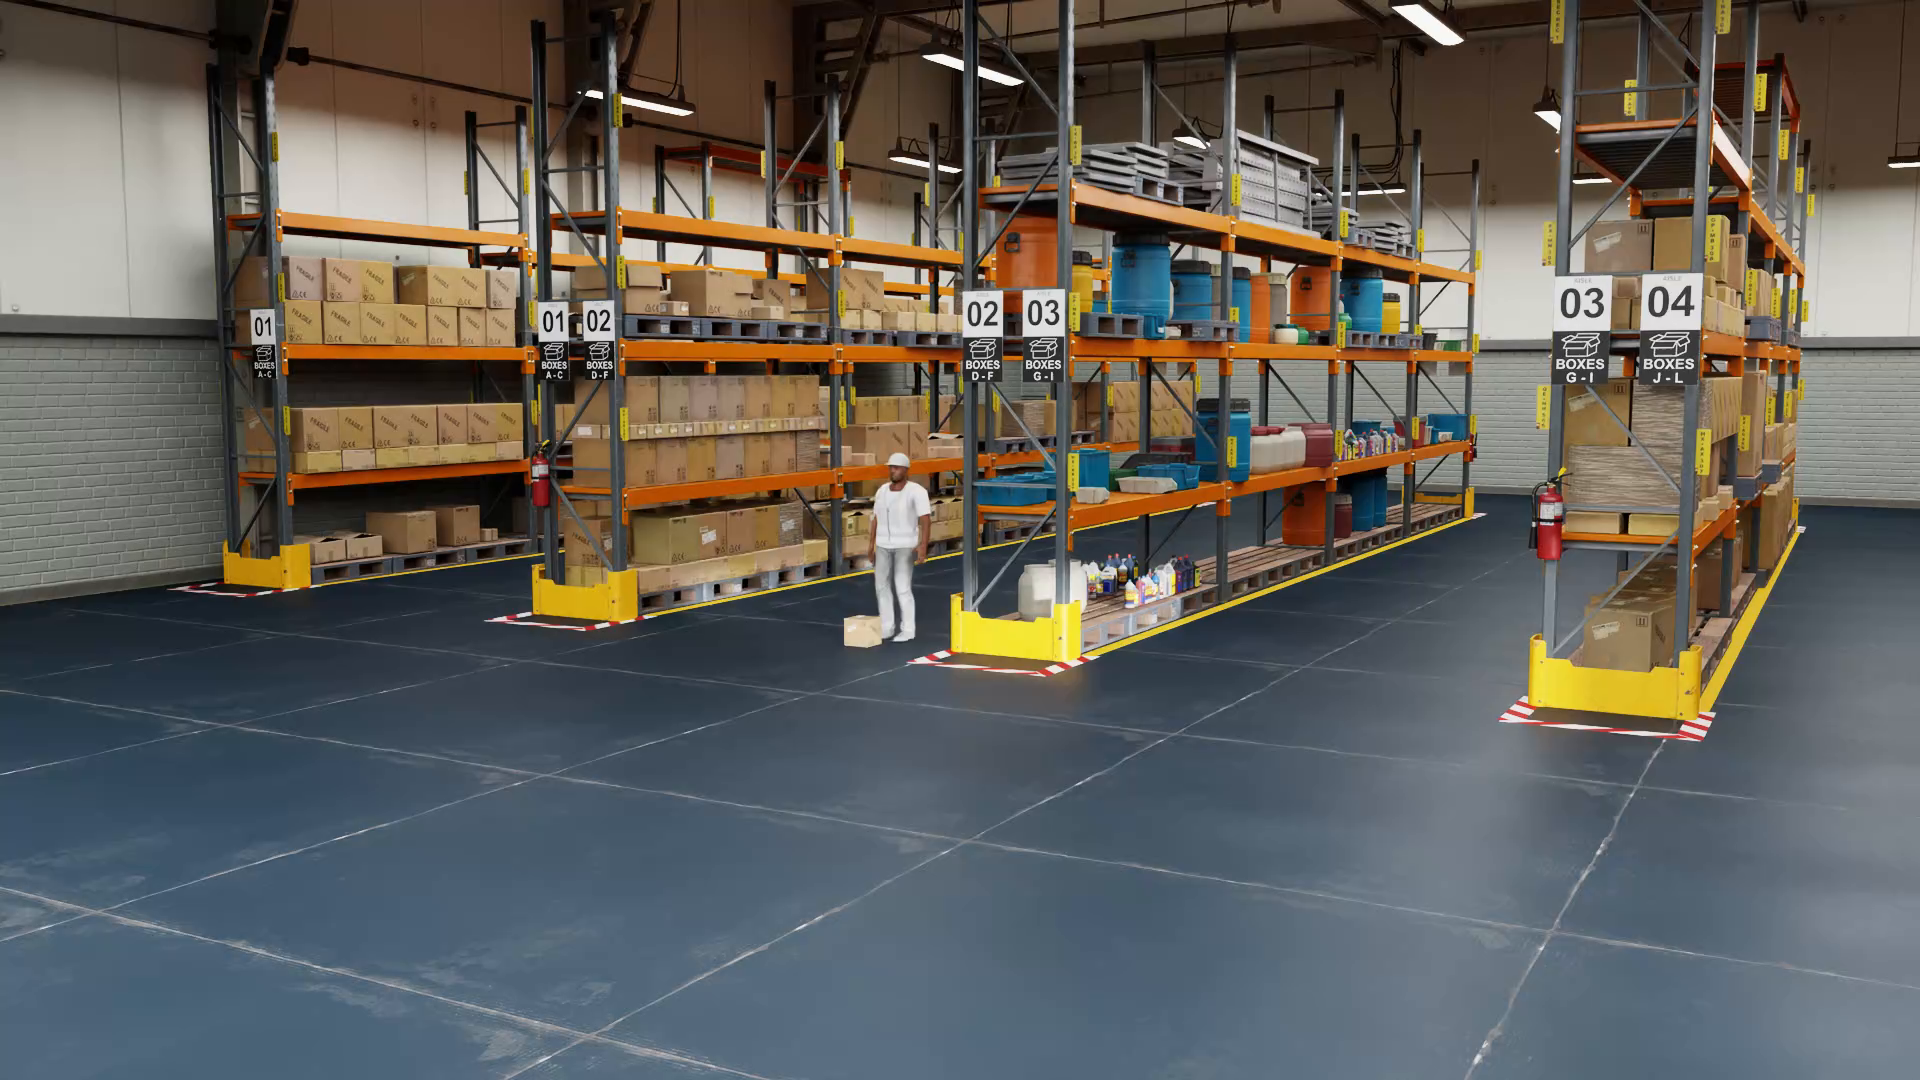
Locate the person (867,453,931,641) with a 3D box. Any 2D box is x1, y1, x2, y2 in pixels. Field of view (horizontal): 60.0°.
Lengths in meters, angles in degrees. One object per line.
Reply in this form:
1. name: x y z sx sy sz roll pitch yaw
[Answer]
1. person: -0.567 0.103 15.507 0.654 1.832 0.373 3 7 28
